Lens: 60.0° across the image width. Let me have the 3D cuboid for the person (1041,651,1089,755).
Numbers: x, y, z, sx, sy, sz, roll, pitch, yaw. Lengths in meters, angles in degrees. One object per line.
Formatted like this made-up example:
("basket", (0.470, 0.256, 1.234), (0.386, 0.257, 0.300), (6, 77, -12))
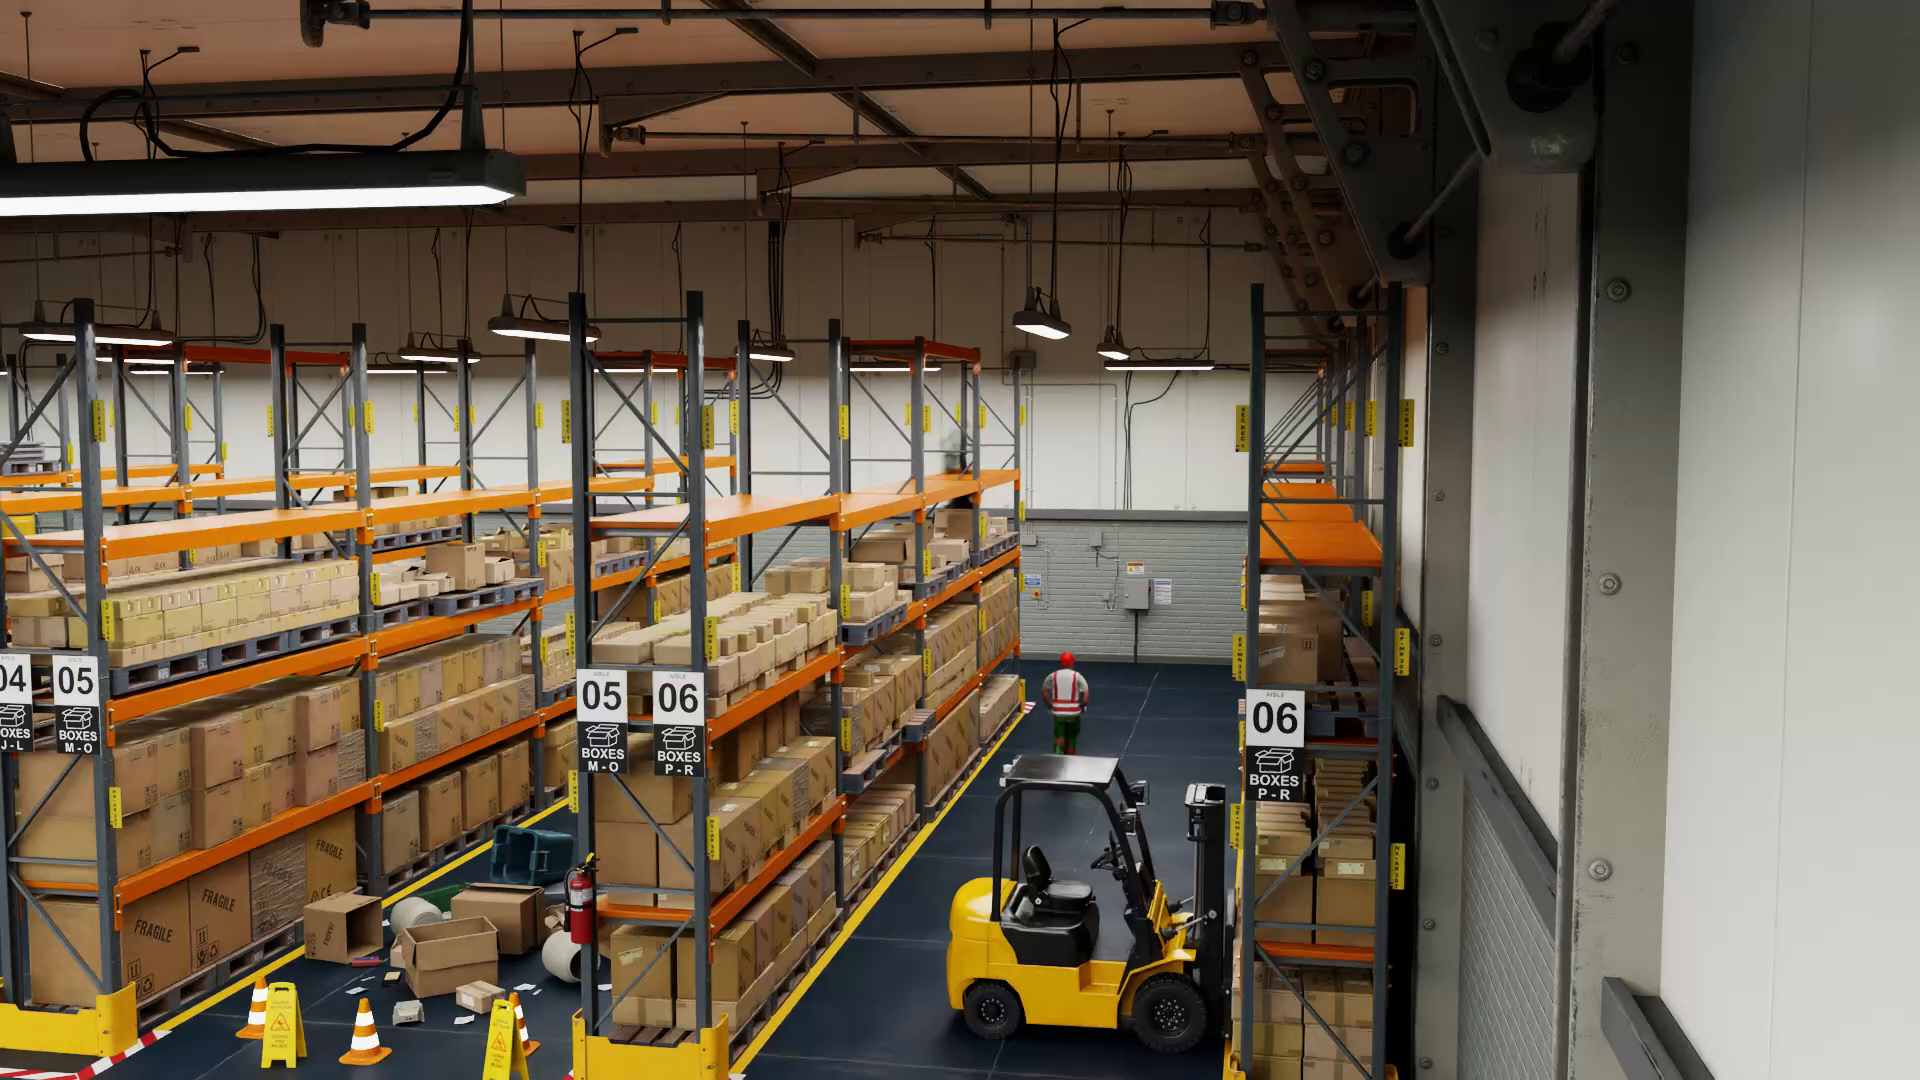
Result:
("person", (1.471, 2.432, 23.224), (0.682, 1.749, 0.687), (1, 5, 11))

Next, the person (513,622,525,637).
("person", (-6.998, 2.186, 26.395), (0.639, 1.771, 0.734), (1, 5, 9))
